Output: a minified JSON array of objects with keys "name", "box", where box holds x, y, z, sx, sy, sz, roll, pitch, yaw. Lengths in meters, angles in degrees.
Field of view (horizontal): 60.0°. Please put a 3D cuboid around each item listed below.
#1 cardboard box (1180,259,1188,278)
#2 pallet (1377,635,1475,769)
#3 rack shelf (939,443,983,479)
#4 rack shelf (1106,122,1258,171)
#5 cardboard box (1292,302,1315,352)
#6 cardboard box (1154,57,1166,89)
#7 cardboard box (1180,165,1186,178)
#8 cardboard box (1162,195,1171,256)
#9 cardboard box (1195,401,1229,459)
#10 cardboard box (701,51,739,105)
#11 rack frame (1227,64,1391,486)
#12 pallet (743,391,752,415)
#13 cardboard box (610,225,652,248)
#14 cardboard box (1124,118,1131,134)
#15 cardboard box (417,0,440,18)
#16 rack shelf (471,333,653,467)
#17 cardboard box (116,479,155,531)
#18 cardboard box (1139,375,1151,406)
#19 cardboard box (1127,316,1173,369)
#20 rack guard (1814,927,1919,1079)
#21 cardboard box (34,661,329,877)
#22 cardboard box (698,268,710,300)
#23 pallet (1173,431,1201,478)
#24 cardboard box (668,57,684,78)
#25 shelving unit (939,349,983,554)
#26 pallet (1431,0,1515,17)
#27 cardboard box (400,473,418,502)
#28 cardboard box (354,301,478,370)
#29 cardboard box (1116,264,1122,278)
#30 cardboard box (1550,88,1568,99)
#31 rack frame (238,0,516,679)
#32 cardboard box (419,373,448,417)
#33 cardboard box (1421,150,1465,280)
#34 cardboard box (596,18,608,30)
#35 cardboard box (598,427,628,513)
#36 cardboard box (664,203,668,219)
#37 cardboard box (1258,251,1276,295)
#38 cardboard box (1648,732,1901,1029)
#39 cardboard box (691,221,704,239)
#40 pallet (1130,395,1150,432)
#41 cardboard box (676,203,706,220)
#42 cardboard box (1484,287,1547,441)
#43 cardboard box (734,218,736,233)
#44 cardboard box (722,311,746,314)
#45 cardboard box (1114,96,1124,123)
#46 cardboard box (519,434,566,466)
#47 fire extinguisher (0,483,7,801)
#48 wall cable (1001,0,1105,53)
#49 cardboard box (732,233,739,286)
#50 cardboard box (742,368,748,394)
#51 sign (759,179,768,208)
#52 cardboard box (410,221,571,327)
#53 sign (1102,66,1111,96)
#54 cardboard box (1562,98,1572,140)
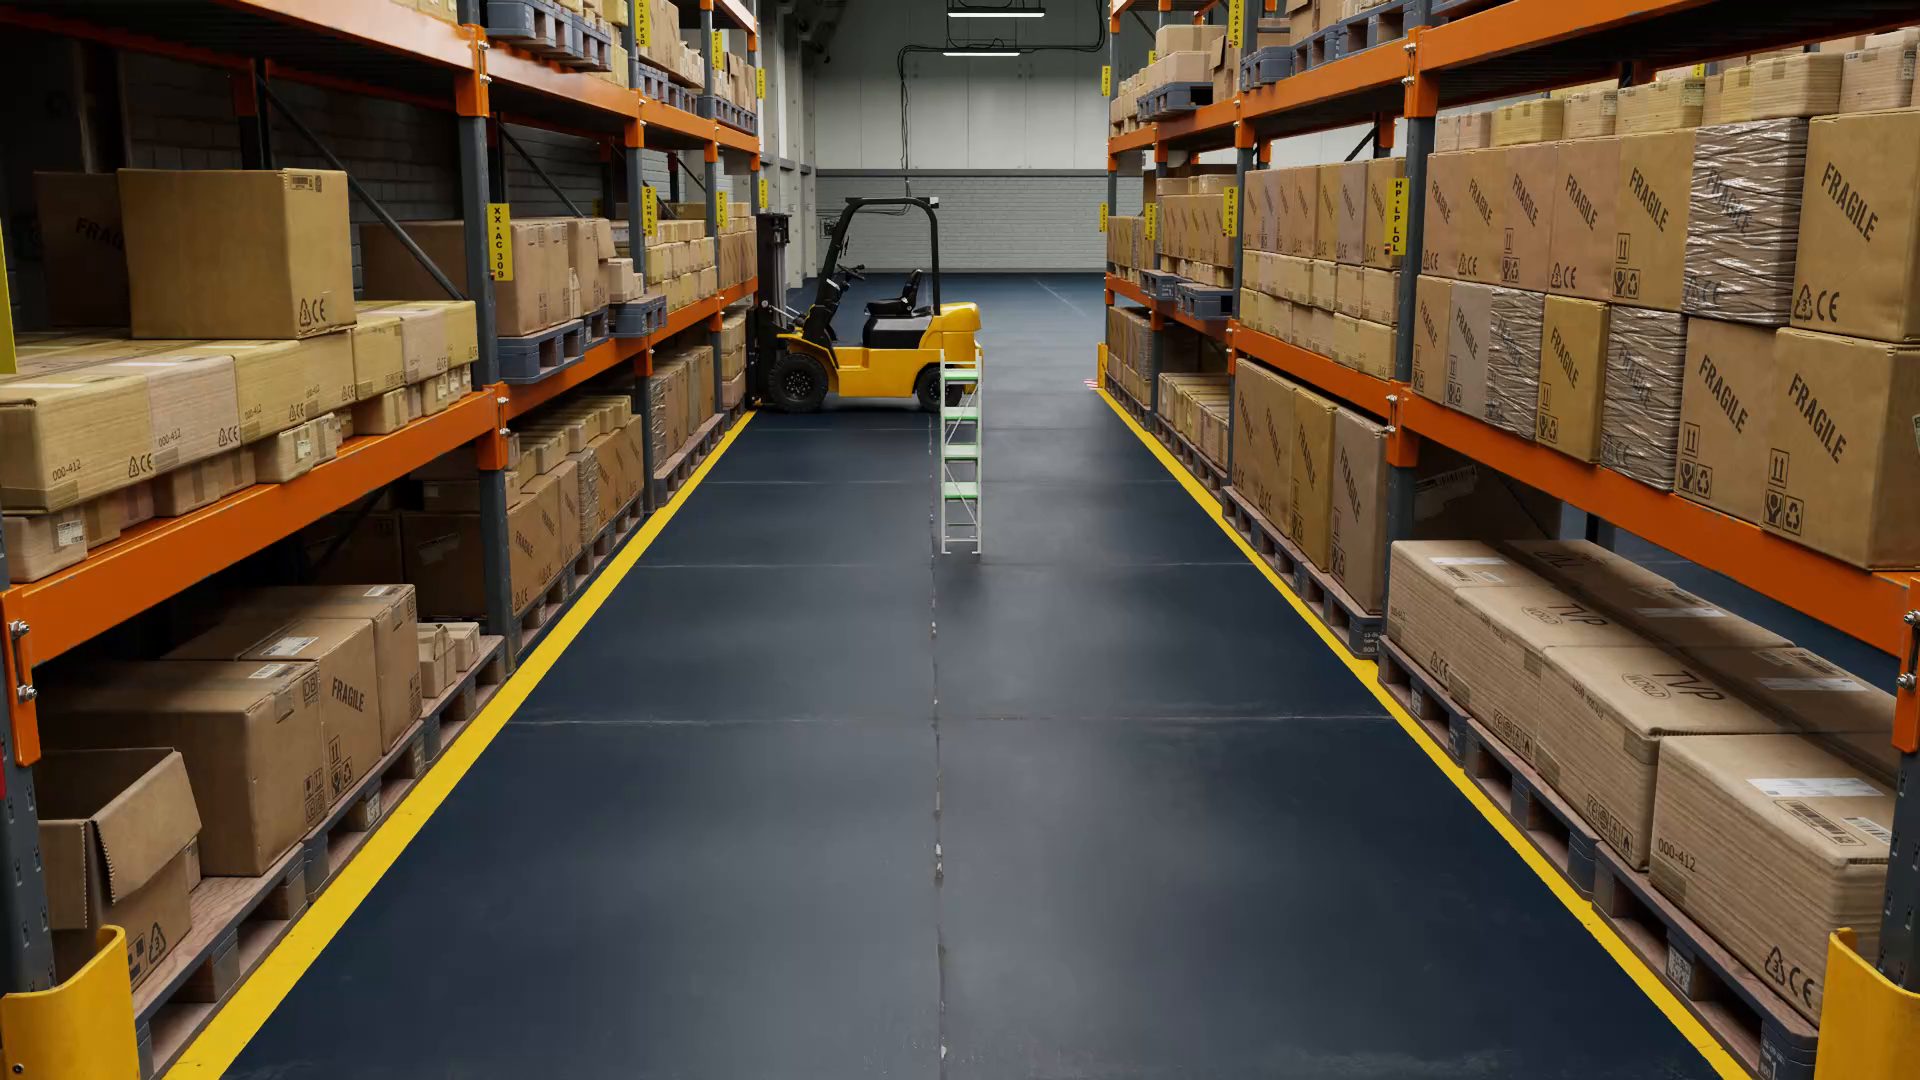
[{"name":"cardboard box","box":[1.966,-2.178,13.325,0.380,0.149,0.250,0,11,1]},{"name":"pallet","box":[2.374,0.643,6.860,1.003,0.211,1.213,0,11,-1]},{"name":"rack shelf","box":[0.003,-0.492,10.290,0.258,0.148,0.480,0,11,-1]},{"name":"rack shelf","box":[2.230,-3.981,16.901,1.077,0.370,4.000,0,11,-1]},{"name":"cardboard box","box":[2.159,-1.194,9.278,0.500,0.250,0.500,0,11,-1]},{"name":"cardboard box","box":[1.894,-3.849,13.765,0.500,0.250,0.500,0,11,-2]},{"name":"cardboard box","box":[2.490,-3.340,15.965,0.700,0.500,0.500,0,11,-1]},{"name":"cardboard box","box":[2.005,-2.672,14.130,0.500,0.500,0.500,0,11,-1]},{"name":"cardboard box","box":[2.329,-0.847,12.745,0.950,0.372,0.625,0,11,-2]},{"name":"cardboard box","box":[-2.626,-4.608,16.614,0.797,0.503,0.637,0,11,1]},{"name":"rack frame","box":[2.354,-1.670,11.248,1.000,3.000,0.127,0,11,-1]},{"name":"pallet","box":[-2.694,-1.479,17.319,1.003,0.211,1.213,0,11,-1]},{"name":"cardboard box","box":[-2.321,-2.081,11.388,0.380,0.149,0.250,0,11,1]},{"name":"cardboard box","box":[1.901,-4.283,17.216,0.380,0.149,0.250,0,11,-1]},{"name":"cardboard box","box":[-2.221,-2.082,6.365,0.380,0.149,0.250,0,11,-1]},{"name":"rack shelf","box":[-2.567,-0.899,9.256,1.077,0.370,4.000,0,11,-1]},{"name":"cardboard box","box":[-2.268,-0.105,4.163,0.380,0.149,0.250,0,11,-2]},{"name":"cardboard box","box":[1.990,-1.440,15.973,0.500,0.250,0.500,0,11,1]},{"name":"cardboard box","box":[1.967,-2.010,16.897,0.500,0.500,0.500,0,11,2]},{"name":"rack guard","box":[2.520,1.150,3.635,1.175,0.500,0.348,0,11,-1]},{"name":"cardboard box","box":[-2.340,0.668,4.952,0.700,0.500,0.500,0,11,1]},{"name":"cardboard box","box":[-2.403,-2.172,14.097,0.500,0.250,0.500,0,11,-1]},{"name":"pallet","box":[2.317,-0.701,13.484,1.003,0.211,1.213,0,11,-1]},{"name":"cardboard box","box":[-2.349,-3.675,12.912,0.380,0.149,0.250,0,11,-2]},{"name":"shelving unit","box":[0.003,-0.555,10.278,0.258,1.200,0.503,0,11,-1]},{"name":"pallet","box":[2.443,-2.139,6.238,1.003,0.211,1.213,0,11,-1]},{"name":"cardboard box","box":[-2.833,-0.277,7.980,0.380,0.149,0.250,0,11,-1]},{"name":"cardboard box","box":[-2.272,-0.826,6.716,0.500,0.250,0.500,0,11,0]},{"name":"cardboard box","box":[1.892,-2.915,18.017,0.380,0.149,0.250,0,11,0]},{"name":"cardboard box","box":[6.889,-5.001,18.444,0.500,0.250,0.500,0,11,-1]},{"name":"rack frame","box":[-2.526,-0.854,7.225,1.000,3.000,0.127,0,11,-1]},{"name":"cardboard box","box":[-2.210,-0.565,6.434,0.380,0.149,0.250,0,11,0]},{"name":"cardboard box","box":[2.204,-1.319,6.748,0.500,0.500,0.500,0,11,-1]},{"name":"cardboard box","box":[-2.375,-3.120,10.224,0.380,0.149,0.250,-1,11,-2]},{"name":"cardboard box","box":[-2.385,-0.447,10.450,0.500,0.500,0.500,0,11,-2]},{"name":"cardboard box","box":[-2.983,-3.122,15.772,0.380,0.149,0.250,0,11,-2]},{"name":"cardboard box","box":[2.127,-1.637,10.206,0.500,0.250,0.500,0,11,0]},{"name":"cardboard box","box":[2.406,0.839,4.267,0.875,0.438,0.875,-1,11,-3]},{"name":"cardboard box","box":[-2.348,-2.592,13.910,0.380,0.149,0.250,-1,11,-3]},{"name":"pallet","box":[2.222,-1.232,16.102,1.003,0.211,1.213,0,11,-1]},{"name":"cardboard box","box":[-2.401,-3.022,15.278,0.380,0.149,0.250,0,11,0]},{"name":"cardboard box","box":[2.195,-0.631,5.873,0.500,0.500,0.500,0,11,-1]},{"name":"cardboard box","box":[-2.433,-3.130,16.561,0.380,0.149,0.250,-1,11,-3]},{"name":"cardboard box","box":[-2.416,-2.296,17.676,0.500,0.250,0.500,0,11,0]},{"name":"cardboard box","box":[1.933,-4.602,17.782,0.500,0.250,0.500,0,11,-2]},{"name":"cardboard box","box":[-2.357,-0.484,9.002,0.380,0.149,0.250,0,11,1]},{"name":"fire extinguisher","box":[-1.978,0.189,3.216,0.296,0.674,0.183,0,11,-1]},{"name":"wall cable","box":[2.779,-15.798,49.466,3.097,2.526,0.112,0,11,-1]},{"name":"cardboard box","box":[-2.478,-2.787,16.500,0.500,0.500,0.500,0,11,-2]},{"name":"cardboard box","box":[-2.422,-1.603,16.776,0.500,0.250,0.500,0,11,0]},{"name":"sign","box":[-2.231,-3.923,18.842,0.100,0.325,0.005,0,11,-1]},{"name":"cardboard box","box":[-2.323,-1.309,8.159,0.700,0.500,0.500,0,11,-1]},{"name":"sign","box":[1.646,-5.157,18.691,0.100,0.325,0.005,0,11,-1]},{"name":"cardboard box","box":[2.260,-1.415,5.590,0.380,0.149,0.250,0,11,-1]}]
